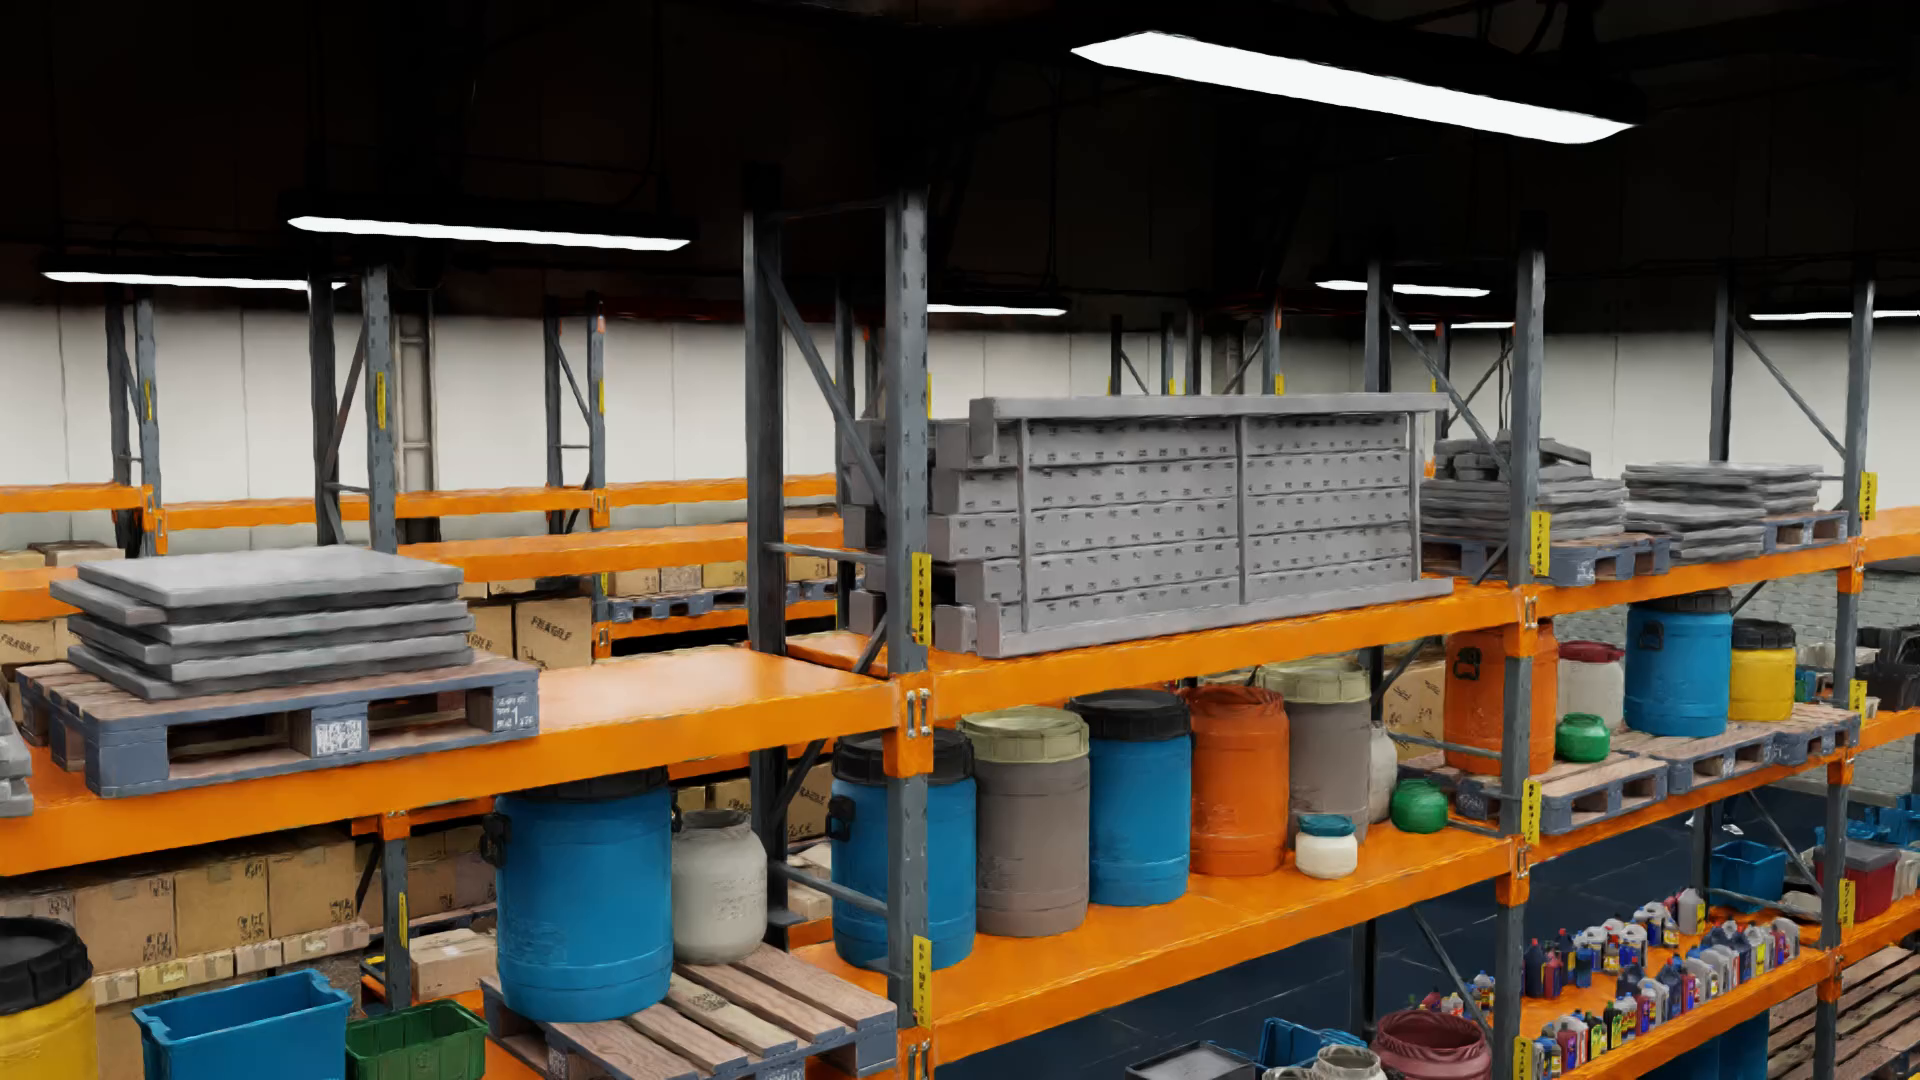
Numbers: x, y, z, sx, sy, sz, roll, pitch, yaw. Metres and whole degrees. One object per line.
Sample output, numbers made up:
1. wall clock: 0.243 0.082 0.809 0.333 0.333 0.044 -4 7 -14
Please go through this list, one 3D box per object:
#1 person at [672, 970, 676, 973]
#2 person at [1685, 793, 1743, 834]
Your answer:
1. person: -1.631 3.286 10.063 0.471 1.789 0.622 3 6 26
2. person: 8.667 2.549 19.028 0.593 1.591 0.443 0 6 4
